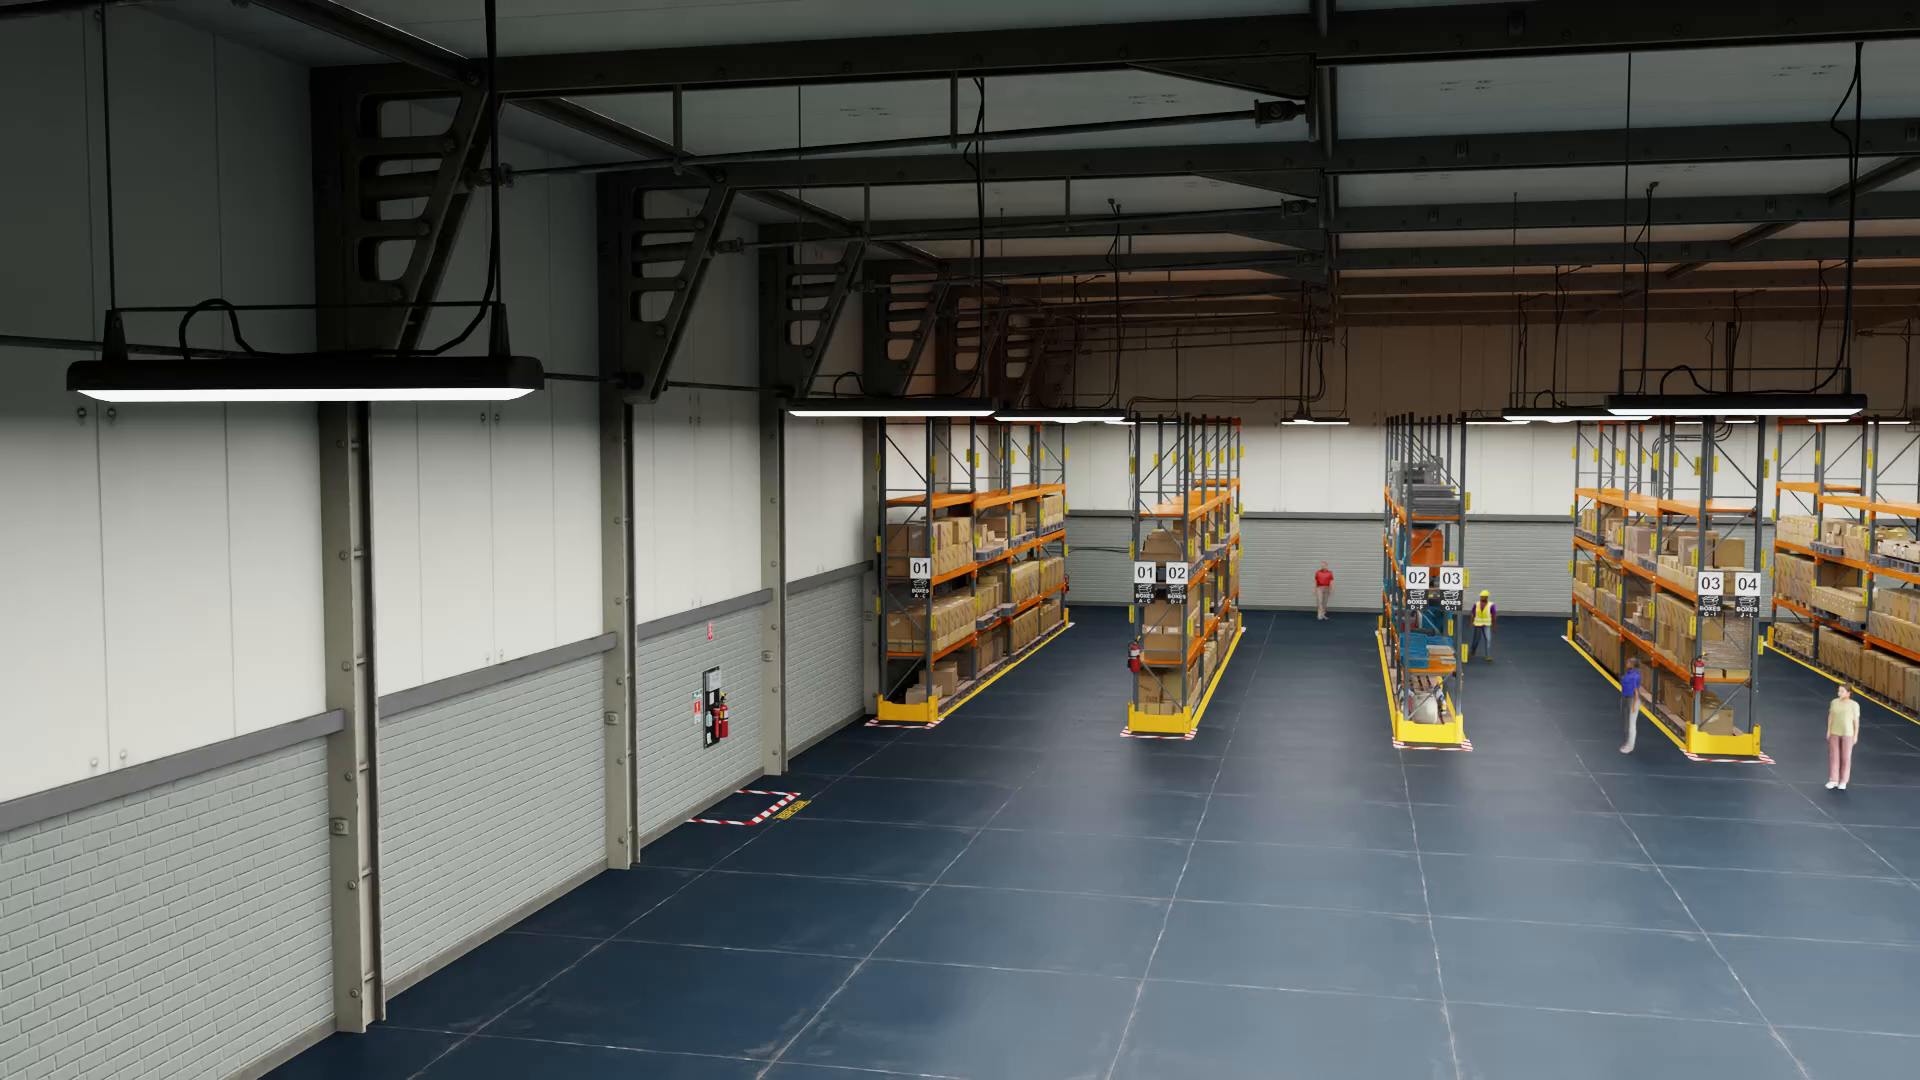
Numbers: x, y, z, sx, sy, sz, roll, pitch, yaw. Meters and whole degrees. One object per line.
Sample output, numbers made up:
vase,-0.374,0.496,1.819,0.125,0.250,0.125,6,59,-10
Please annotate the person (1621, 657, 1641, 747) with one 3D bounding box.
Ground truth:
person,11.862,2.865,29.506,0.396,1.589,0.475,-1,4,-18

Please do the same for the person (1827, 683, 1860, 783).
person,13.978,3.055,26.336,0.319,1.606,0.461,-4,5,-43

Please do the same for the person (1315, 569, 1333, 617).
person,10.871,1.583,49.616,0.503,1.446,0.518,0,4,-6

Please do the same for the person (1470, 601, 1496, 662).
person,12.883,2.228,40.884,0.563,1.481,0.984,0,4,2

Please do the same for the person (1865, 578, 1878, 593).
person,24.399,1.843,44.522,1.025,1.746,0.585,0,4,2
